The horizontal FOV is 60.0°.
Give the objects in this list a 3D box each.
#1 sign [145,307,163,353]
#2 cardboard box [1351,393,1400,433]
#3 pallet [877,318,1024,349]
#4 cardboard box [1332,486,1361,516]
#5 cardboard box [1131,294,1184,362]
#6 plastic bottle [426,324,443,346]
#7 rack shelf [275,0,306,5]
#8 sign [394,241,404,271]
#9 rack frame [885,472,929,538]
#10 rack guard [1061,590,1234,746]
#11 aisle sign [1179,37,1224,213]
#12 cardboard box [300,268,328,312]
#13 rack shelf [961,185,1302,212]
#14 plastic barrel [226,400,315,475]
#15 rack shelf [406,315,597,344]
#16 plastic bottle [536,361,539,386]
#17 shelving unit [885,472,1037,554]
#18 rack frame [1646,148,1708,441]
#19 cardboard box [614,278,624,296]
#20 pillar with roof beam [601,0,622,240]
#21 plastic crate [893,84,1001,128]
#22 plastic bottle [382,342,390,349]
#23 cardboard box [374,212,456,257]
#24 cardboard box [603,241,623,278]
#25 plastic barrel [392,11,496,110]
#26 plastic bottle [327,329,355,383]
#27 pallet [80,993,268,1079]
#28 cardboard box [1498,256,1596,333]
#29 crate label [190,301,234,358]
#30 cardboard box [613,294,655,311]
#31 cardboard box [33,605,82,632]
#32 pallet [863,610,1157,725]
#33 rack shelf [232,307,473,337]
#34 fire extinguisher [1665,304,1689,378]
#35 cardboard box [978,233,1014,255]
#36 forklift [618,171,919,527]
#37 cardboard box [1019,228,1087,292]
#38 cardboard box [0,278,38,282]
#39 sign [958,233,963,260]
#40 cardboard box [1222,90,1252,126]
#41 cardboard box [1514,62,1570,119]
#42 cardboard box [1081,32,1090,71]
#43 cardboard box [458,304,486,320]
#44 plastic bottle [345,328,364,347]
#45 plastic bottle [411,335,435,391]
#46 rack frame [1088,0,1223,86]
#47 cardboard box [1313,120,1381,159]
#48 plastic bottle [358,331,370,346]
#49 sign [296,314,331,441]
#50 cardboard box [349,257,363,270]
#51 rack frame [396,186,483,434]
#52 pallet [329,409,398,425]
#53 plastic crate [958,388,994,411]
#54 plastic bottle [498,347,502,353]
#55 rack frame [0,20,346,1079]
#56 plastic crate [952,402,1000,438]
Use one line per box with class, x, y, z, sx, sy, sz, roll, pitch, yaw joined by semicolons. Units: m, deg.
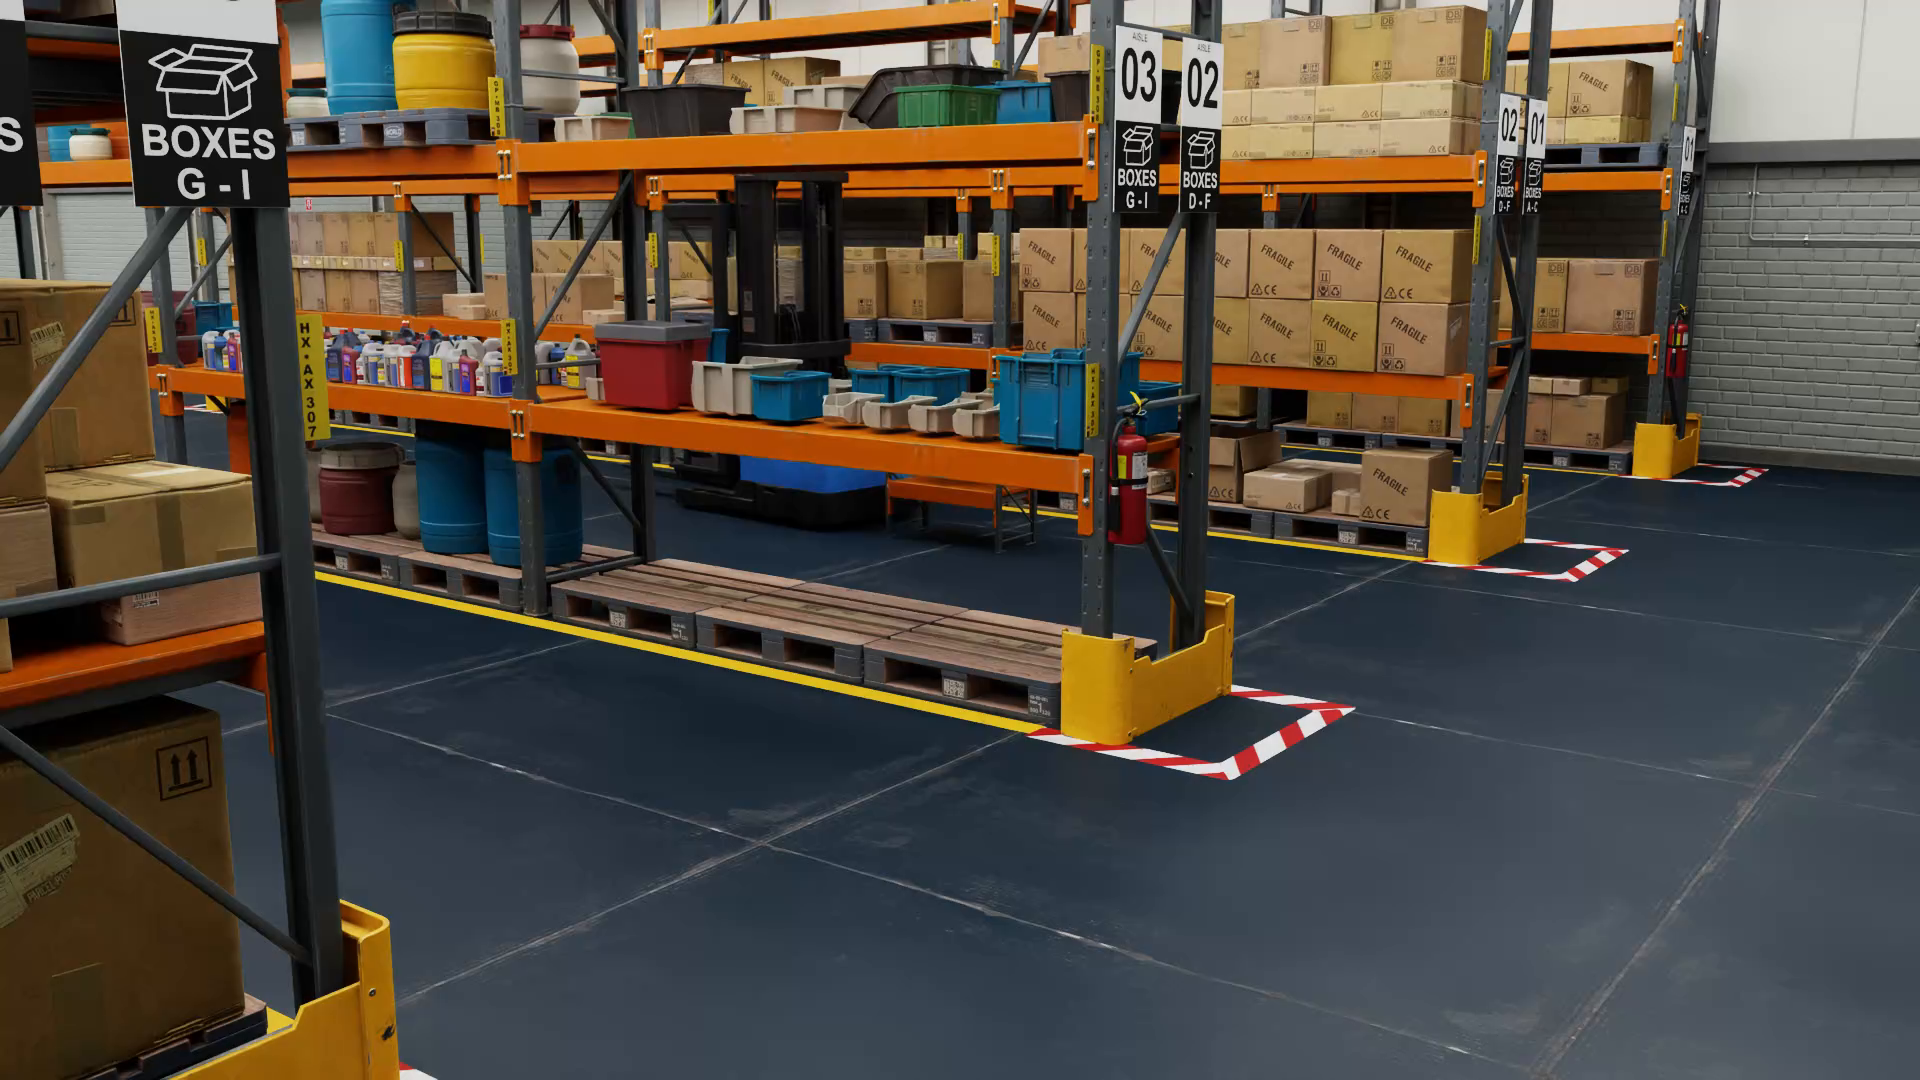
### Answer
sign;-5.863;-1.526;12.090;0.005;0.325;0.100;8;13;36
cardboard box;4.490;-1.420;17.447;0.500;0.500;0.700;8;13;35
pallet;0.037;-1.851;14.707;1.213;0.211;1.003;8;13;36
cardboard box;2.983;-0.297;12.468;0.250;0.166;0.380;8;13;36
cardboard box;1.682;-1.675;13.029;0.500;0.500;0.500;8;13;35
plastic bottle;-3.683;-1.338;11.678;0.185;0.351;0.144;8;13;36
rack shelf;-3.931;-3.702;10.919;4.000;0.370;1.077;8;13;36
sign;-6.159;-3.117;18.257;0.005;0.325;0.100;8;13;36
rack frame;-0.404;-0.609;12.714;0.032;1.125;0.500;8;13;36
rack guard;0.932;0.597;8.130;0.348;0.500;1.175;8;13;36
aisle sign;1.139;-1.945;7.842;0.004;0.787;0.394;8;13;36
cardboard box;-7.438;-3.009;19.923;0.500;0.500;0.700;8;14;37
rack shelf;1.933;-3.942;19.006;4.000;0.370;1.077;8;13;36
plastic barrel;-5.138;-0.619;12.440;0.708;0.830;0.600;8;13;36
rack shelf;-4.220;-2.160;17.693;4.000;0.370;1.077;8;13;36
plastic bottle;-2.820;-1.114;10.913;0.097;0.201;0.097;0;11;0
shelving unit;0.005;-0.552;12.419;1.048;1.125;0.538;8;13;36
rack frame;6.769;-2.148;15.736;0.127;3.000;1.000;8;13;36
cardboard box;-4.681;-3.608;23.625;0.500;0.250;0.500;8;14;36
pillar with roof beam;-7.599;-6.287;21.335;0.400;9.000;9.100;8;13;36
plastic crate;-0.059;-2.067;7.978;0.336;0.188;0.450;8;13;36
plastic bottle;-4.147;-1.335;12.055;0.097;0.201;0.097;0;11;0
cardboard box;-6.193;-3.473;18.907;0.500;0.500;0.700;8;14;36
cardboard box;-4.691;-3.979;23.569;0.500;0.500;0.500;8;14;37
plastic barrel;-3.174;-2.924;10.248;0.600;0.588;0.600;0;11;0
plastic bottle;-4.141;-1.234;11.140;0.185;0.351;0.144;8;13;36
pallet;-2.717;1.418;4.644;1.213;0.211;1.003;8;13;36
cardboard box;5.759;-2.431;16.410;0.700;0.700;0.980;8;13;35
crate label;-6.183;-1.701;13.333;0.616;0.435;0.502;8;13;36
cardboard box;-3.214;-2.375;17.144;0.500;0.311;0.500;8;13;35
cardboard box;-2.325;0.131;4.616;0.250;0.149;0.380;8;13;35
pallet;0.264;0.639;8.671;1.213;0.211;1.003;8;13;36
rack shelf;-7.444;-2.610;20.018;4.000;0.370;1.077;8;13;36
fire extinguisher;6.618;-1.839;15.326;0.183;0.674;0.296;8;13;36
cardboard box;0.558;-3.527;19.789;0.500;0.250;0.500;8;14;37
forklift;-1.745;-1.751;13.865;3.031;2.935;1.130;10;15;43
cardboard box;0.830;-2.283;13.537;0.500;0.500;0.500;8;14;37
cardboard box;-3.078;-0.523;4.971;0.500;0.500;0.500;7;13;34
sign;0.008;-3.493;19.847;0.005;0.325;0.100;8;13;36
cardboard box;2.065;-3.221;12.461;0.500;0.250;0.500;8;13;36
cardboard box;5.621;-4.269;15.853;0.500;0.500;0.500;8;14;37
cardboard box;1.350;-3.725;13.093;0.500;0.500;0.700;8;13;36
cardboard box;-5.239;-2.484;18.134;0.250;0.149;0.380;8;13;36
plastic bottle;-4.159;-1.272;11.339;0.185;0.351;0.144;8;13;36
plastic bottle;-3.402;-1.131;10.608;0.185;0.351;0.144;8;13;36
rack frame;0.905;-3.577;7.326;0.127;3.000;1.000;8;13;36
cardboard box;2.874;-2.864;11.932;0.500;0.250;0.500;8;13;36
plastic bottle;-4.382;-1.402;12.218;0.097;0.271;0.097;0;11;0
sign;-1.693;-0.421;4.322;0.005;0.325;0.100;8;13;36
cardboard box;-6.801;-3.190;19.152;0.250;0.149;0.380;8;13;35
rack frame;-5.832;-2.738;18.787;0.127;3.000;1.000;8;13;36
pallet;-7.435;-1.602;20.256;1.213;0.211;1.003;8;13;36
plastic crate;0.145;-0.734;8.965;0.298;0.136;0.250;8;13;36
plastic bottle;-3.078;-1.230;11.298;0.133;0.283;0.061;8;13;36
rack frame;-2.026;0.127;3.976;0.127;3.000;1.000;8;13;36
plastic crate;0.141;-0.595;8.246;0.243;0.136;0.396;8;13;36
